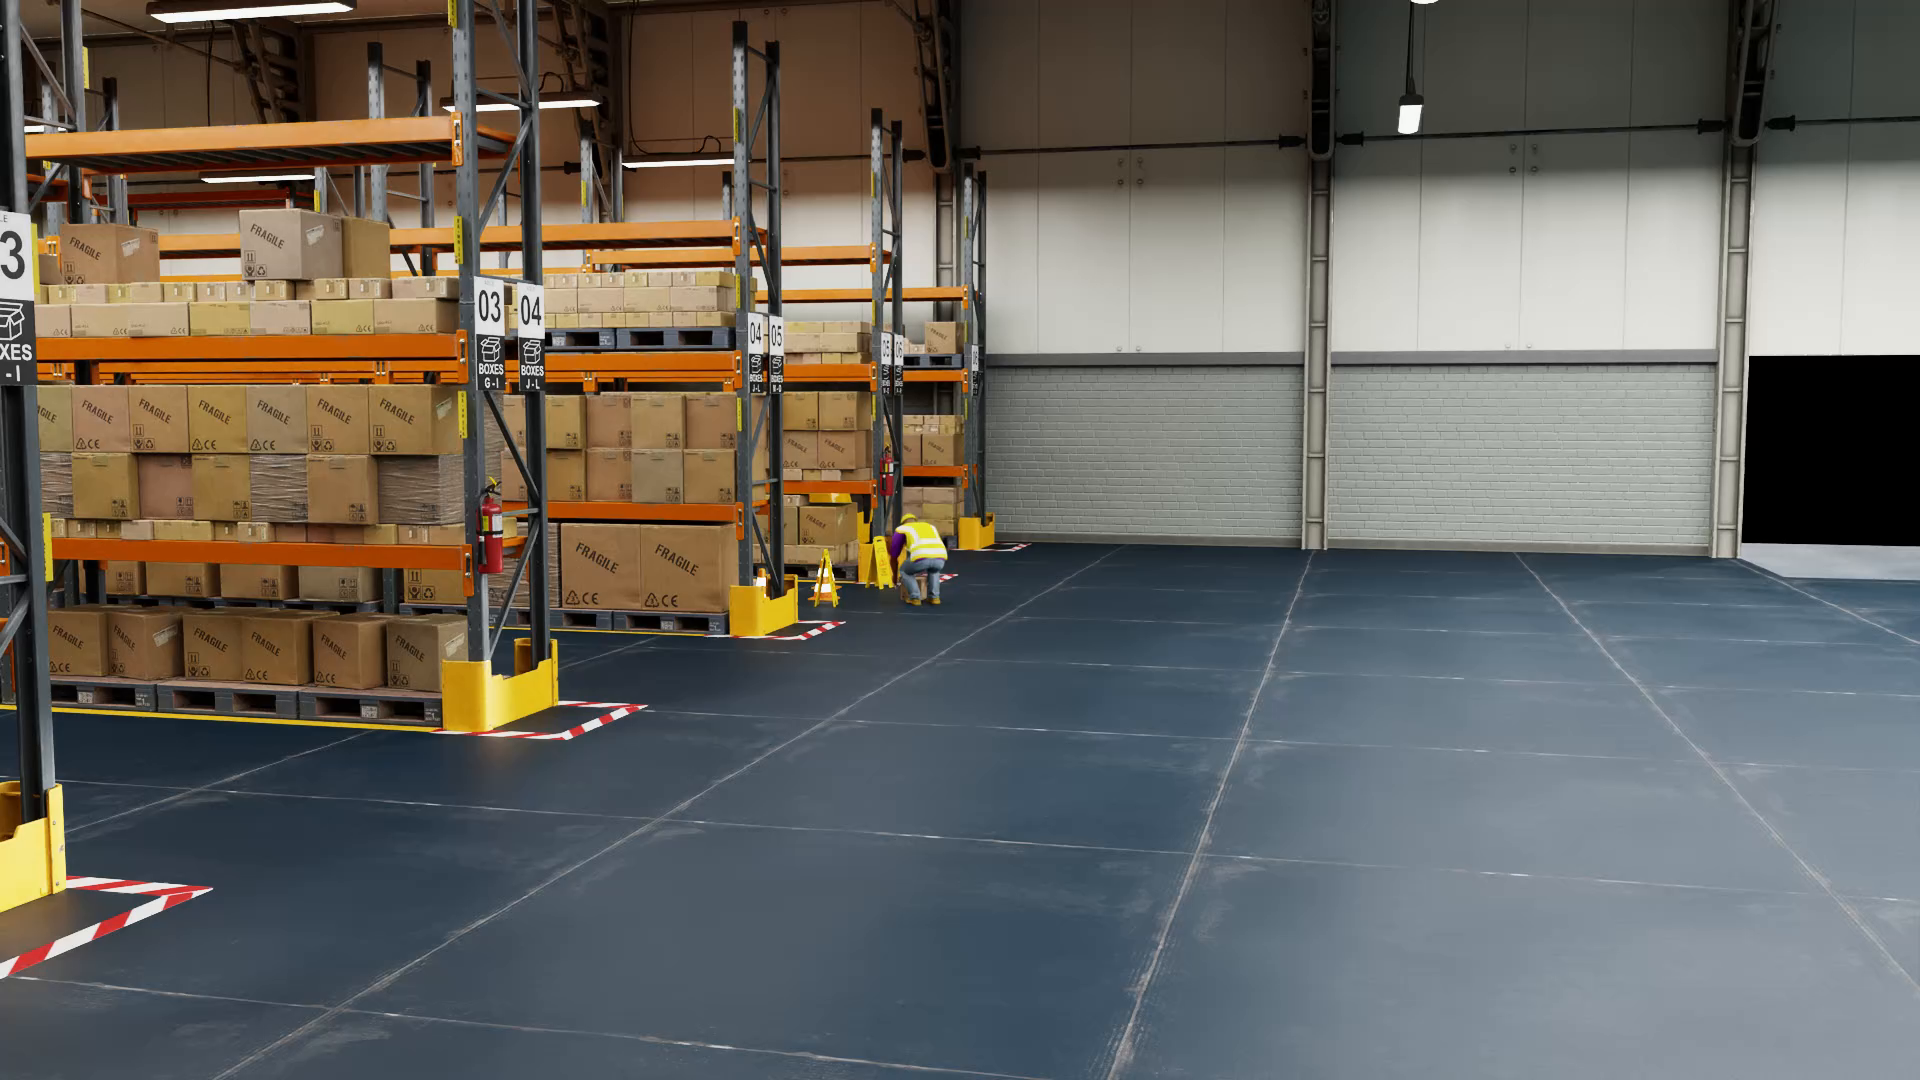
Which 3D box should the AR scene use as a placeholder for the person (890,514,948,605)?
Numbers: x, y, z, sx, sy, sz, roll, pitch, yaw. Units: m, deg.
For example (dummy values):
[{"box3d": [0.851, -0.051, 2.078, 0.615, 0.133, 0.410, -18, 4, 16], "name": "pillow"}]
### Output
[{"box3d": [-0.487, 0.223, 19.238, 0.584, 1.017, 0.887, -1, 5, -16], "name": "person"}]
